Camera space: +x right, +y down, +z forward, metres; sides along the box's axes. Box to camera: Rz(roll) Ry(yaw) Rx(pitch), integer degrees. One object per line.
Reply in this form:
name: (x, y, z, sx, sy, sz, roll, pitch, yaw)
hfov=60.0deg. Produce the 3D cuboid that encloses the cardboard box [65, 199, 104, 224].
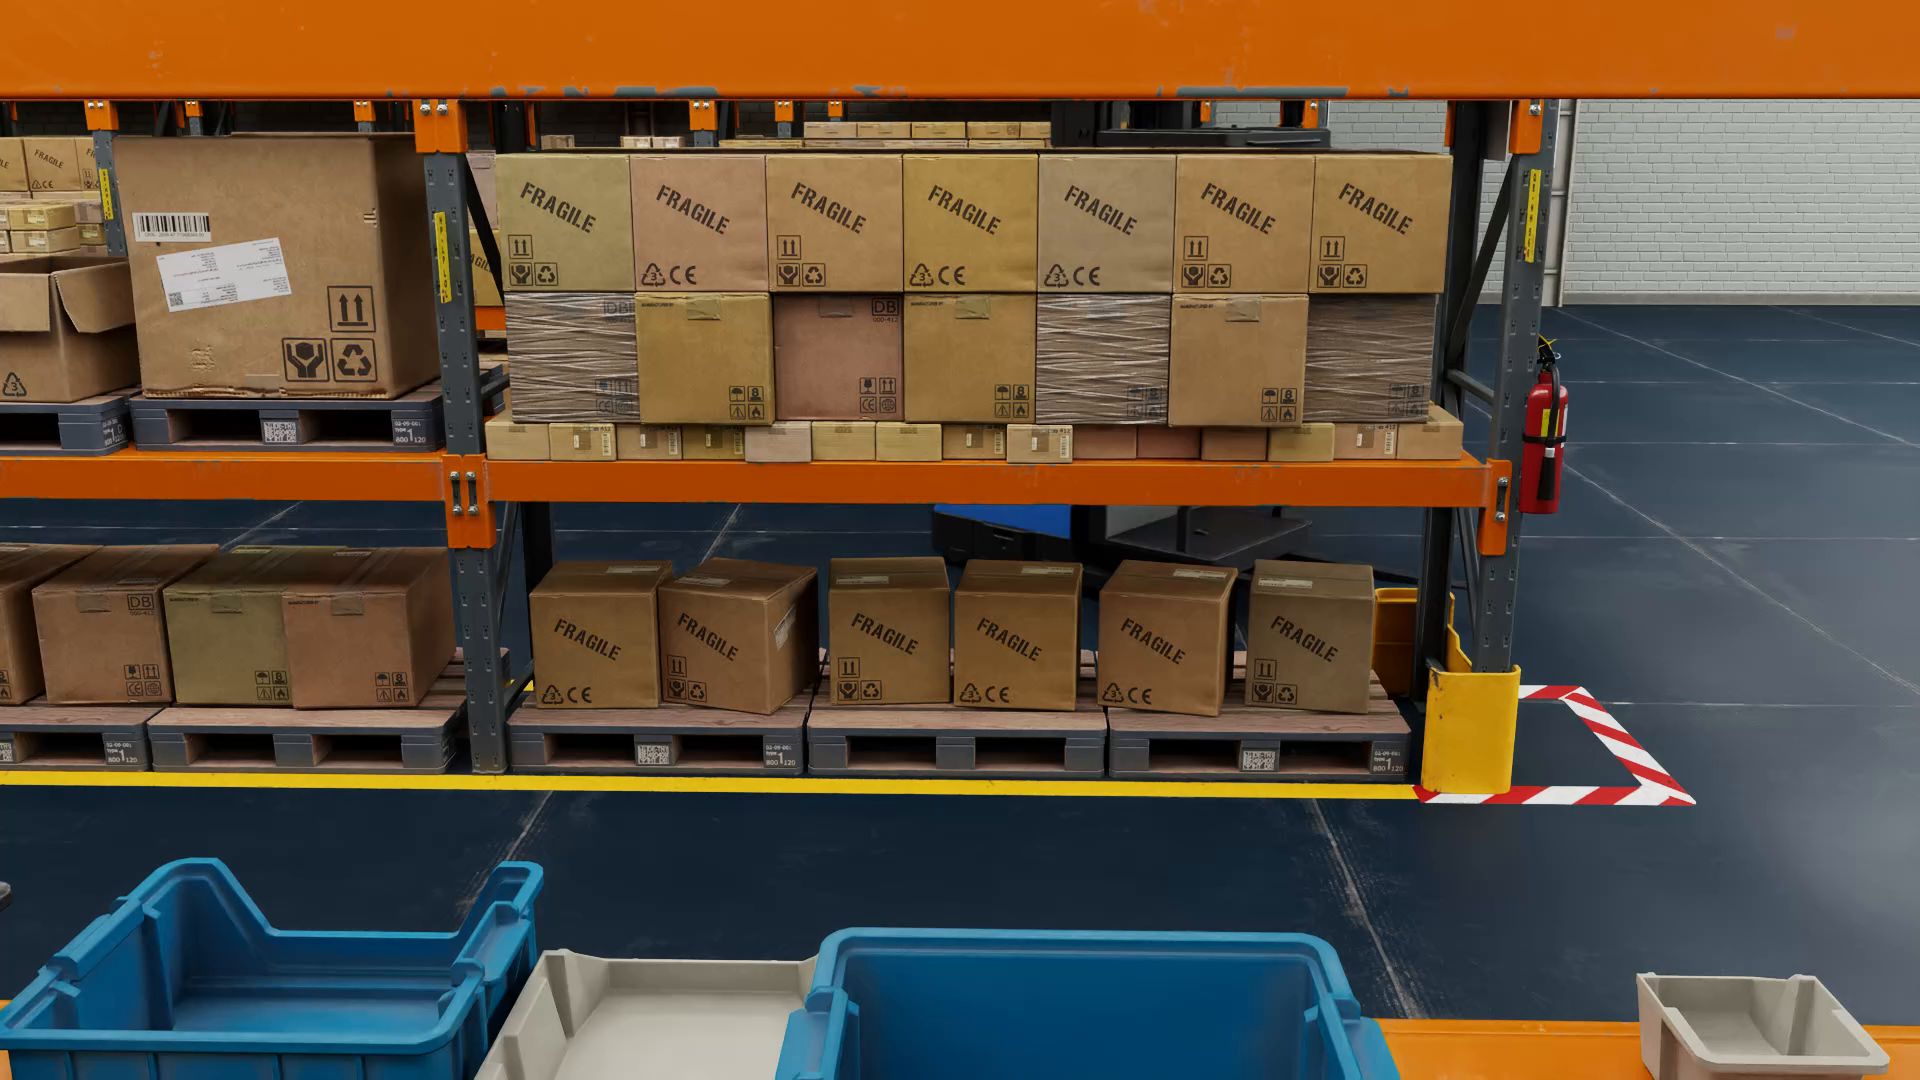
cardboard box: (-6.131, -2.336, 11.818, 0.250, 0.149, 0.380, 0, 15, 2)

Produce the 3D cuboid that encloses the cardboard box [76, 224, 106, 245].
cardboard box: (-6.148, -2.194, 11.863, 0.250, 0.149, 0.380, 1, 15, 4)

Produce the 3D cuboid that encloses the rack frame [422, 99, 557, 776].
rack frame: (-1.899, -0.624, 6.826, 0.127, 3.000, 1.000, 0, 15, 1)

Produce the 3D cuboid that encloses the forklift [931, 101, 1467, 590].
forklift: (1.281, -1.150, 8.952, 3.031, 2.935, 1.130, 12, 19, 39)

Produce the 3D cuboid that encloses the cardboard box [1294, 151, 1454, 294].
cardboard box: (1.544, -1.214, 6.324, 0.500, 0.500, 0.500, 0, 15, 1)

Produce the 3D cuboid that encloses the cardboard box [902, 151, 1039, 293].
cardboard box: (0.045, -1.226, 6.366, 0.500, 0.500, 0.500, 0, 15, 1)

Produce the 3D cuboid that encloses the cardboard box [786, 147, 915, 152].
cardboard box: (-0.442, -1.361, 6.879, 0.500, 0.500, 0.500, 0, 15, 1)

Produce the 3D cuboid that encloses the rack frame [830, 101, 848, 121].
rack frame: (-1.523, -4.417, 21.203, 0.127, 3.000, 1.000, 0, 15, 1)

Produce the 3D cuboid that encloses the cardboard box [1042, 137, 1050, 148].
cardboard box: (0.849, -2.488, 11.479, 0.550, 0.550, 0.875, 0, 15, 1)

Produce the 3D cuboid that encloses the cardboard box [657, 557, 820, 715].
cardboard box: (-0.927, 0.396, 7.036, 0.500, 0.500, 0.500, 5, 16, 19)

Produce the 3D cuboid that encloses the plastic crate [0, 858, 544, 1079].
plastic crate: (-0.912, 0.649, 2.293, 0.616, 0.251, 0.499, 0, 15, 1)

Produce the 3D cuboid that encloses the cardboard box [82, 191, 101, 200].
cardboard box: (-8.185, -3.292, 16.251, 0.500, 0.250, 0.500, 1, 15, 2)

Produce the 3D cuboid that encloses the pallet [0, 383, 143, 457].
pallet: (-3.917, -0.555, 6.940, 1.213, 0.211, 1.003, 0, 15, 1)

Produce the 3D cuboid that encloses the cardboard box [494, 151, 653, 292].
cardboard box: (-1.455, -1.232, 6.391, 0.500, 0.500, 0.500, 0, 15, 1)

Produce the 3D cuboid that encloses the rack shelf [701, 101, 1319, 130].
rack shelf: (0.328, -2.978, 11.278, 4.000, 0.370, 1.077, 0, 15, 1)

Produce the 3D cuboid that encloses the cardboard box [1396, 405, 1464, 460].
cardboard box: (1.810, -0.426, 6.567, 0.250, 0.149, 0.380, 0, 15, 1)

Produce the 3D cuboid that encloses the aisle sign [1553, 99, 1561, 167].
aisle sign: (2.154, -1.778, 6.104, 0.004, 0.787, 0.394, 0, 15, 1)

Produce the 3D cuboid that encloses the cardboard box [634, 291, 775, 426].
cardboard box: (-0.951, -0.786, 6.658, 0.500, 0.500, 0.875, 0, 15, 1)

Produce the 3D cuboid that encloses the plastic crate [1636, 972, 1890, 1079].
plastic crate: (1.087, 0.704, 2.307, 0.250, 0.136, 0.298, 0, 15, 1)

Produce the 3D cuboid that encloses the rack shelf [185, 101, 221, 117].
rack shelf: (-11.519, -5.585, 21.159, 4.000, 0.370, 1.077, 0, 15, 1)

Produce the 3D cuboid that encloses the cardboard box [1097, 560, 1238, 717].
cardboard box: (0.878, 0.404, 7.006, 0.500, 0.500, 0.500, 4, 15, 16)

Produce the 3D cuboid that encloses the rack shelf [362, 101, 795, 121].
rack shelf: (-3.645, -4.267, 16.164, 4.000, 0.370, 1.077, 0, 15, 1)

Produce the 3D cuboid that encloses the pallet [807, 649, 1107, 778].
pallet: (-0.004, 0.727, 7.172, 1.213, 0.211, 1.003, 0, 15, 1)

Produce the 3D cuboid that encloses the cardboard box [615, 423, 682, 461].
cardboard box: (-1.191, -0.425, 6.564, 0.250, 0.149, 0.380, 0, 15, 1)

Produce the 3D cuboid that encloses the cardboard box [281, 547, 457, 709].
cardboard box: (-2.512, 0.362, 7.125, 0.500, 0.500, 0.700, -1, 15, -3)

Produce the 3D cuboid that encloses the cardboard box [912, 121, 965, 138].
cardboard box: (-0.200, -3.750, 15.934, 0.500, 0.500, 0.700, 0, 15, 0)

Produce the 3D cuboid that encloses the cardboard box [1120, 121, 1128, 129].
cardboard box: (1.331, -3.754, 15.950, 0.500, 0.500, 0.700, 1, 15, 2)

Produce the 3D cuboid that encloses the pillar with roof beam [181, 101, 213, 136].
pillar with roof beam: (-10.303, -6.507, 17.363, 0.400, 9.000, 9.100, 0, 15, 1)

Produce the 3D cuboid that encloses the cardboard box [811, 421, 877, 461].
cardboard box: (-0.441, -0.423, 6.555, 0.250, 0.149, 0.380, 0, 15, 1)

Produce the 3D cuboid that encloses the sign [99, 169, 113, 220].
sign: (-5.674, -2.298, 11.055, 0.005, 0.325, 0.100, 0, 15, 1)

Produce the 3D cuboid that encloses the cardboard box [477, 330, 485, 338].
cardboard box: (-5.080, -2.104, 16.762, 0.625, 0.372, 0.950, -1, 15, -2)

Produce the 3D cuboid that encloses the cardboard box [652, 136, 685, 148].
cardboard box: (-2.802, -3.807, 16.016, 0.250, 0.149, 0.380, 0, 15, 0)

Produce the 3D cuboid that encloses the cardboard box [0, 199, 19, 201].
cardboard box: (-6.905, -2.342, 11.840, 0.250, 0.149, 0.380, 0, 15, -1)

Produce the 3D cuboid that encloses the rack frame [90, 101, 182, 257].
rack frame: (-5.670, -1.915, 11.717, 0.127, 3.000, 1.000, 0, 15, 1)

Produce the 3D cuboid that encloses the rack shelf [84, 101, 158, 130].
rack shelf: (-7.669, -3.030, 11.476, 4.000, 0.370, 1.077, 0, 15, 1)

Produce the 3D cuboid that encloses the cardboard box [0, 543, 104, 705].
cardboard box: (-4.105, 0.347, 7.182, 0.500, 0.500, 0.700, 2, 15, 6)

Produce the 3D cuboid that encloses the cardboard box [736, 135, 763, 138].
cardboard box: (-2.107, -3.954, 16.572, 0.250, 0.149, 0.380, 0, 15, 1)

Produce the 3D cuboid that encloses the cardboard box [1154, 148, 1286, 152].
cardboard box: (1.058, -1.352, 6.846, 0.500, 0.500, 0.500, 0, 15, 1)

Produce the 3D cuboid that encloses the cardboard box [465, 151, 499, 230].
cardboard box: (-3.187, -2.428, 11.508, 0.500, 0.500, 0.700, 0, 15, 2)

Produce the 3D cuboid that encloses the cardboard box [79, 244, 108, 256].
cardboard box: (-6.112, -2.051, 11.902, 0.250, 0.149, 0.380, 0, 15, 1)

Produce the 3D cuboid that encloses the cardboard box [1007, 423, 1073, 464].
cardboard box: (0.308, -0.409, 6.503, 0.250, 0.149, 0.380, 0, 15, 1)

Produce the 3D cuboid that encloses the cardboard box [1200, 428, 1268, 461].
cardboard box: (1.059, -0.422, 6.551, 0.250, 0.149, 0.380, 0, 15, 1)

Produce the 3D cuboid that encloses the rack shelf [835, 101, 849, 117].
rack shelf: (0.477, -5.507, 20.863, 4.000, 0.370, 1.077, 0, 15, 1)

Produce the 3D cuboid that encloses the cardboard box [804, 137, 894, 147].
cardboard box: (-0.750, -2.498, 11.518, 0.550, 0.550, 0.875, 0, 15, 1)

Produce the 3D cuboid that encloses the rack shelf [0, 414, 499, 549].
rack shelf: (-3.898, -0.290, 6.968, 4.000, 0.370, 1.077, 0, 15, 1)

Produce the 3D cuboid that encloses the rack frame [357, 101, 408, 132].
rack frame: (-5.644, -3.178, 16.504, 0.127, 3.000, 1.000, 0, 15, 1)

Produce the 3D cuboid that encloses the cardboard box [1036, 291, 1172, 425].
cardboard box: (0.549, -0.788, 6.668, 0.500, 0.500, 0.875, 0, 15, 1)

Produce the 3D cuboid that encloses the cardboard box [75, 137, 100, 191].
cardboard box: (-8.200, -3.659, 16.173, 0.500, 0.500, 0.500, 0, 15, 0)
